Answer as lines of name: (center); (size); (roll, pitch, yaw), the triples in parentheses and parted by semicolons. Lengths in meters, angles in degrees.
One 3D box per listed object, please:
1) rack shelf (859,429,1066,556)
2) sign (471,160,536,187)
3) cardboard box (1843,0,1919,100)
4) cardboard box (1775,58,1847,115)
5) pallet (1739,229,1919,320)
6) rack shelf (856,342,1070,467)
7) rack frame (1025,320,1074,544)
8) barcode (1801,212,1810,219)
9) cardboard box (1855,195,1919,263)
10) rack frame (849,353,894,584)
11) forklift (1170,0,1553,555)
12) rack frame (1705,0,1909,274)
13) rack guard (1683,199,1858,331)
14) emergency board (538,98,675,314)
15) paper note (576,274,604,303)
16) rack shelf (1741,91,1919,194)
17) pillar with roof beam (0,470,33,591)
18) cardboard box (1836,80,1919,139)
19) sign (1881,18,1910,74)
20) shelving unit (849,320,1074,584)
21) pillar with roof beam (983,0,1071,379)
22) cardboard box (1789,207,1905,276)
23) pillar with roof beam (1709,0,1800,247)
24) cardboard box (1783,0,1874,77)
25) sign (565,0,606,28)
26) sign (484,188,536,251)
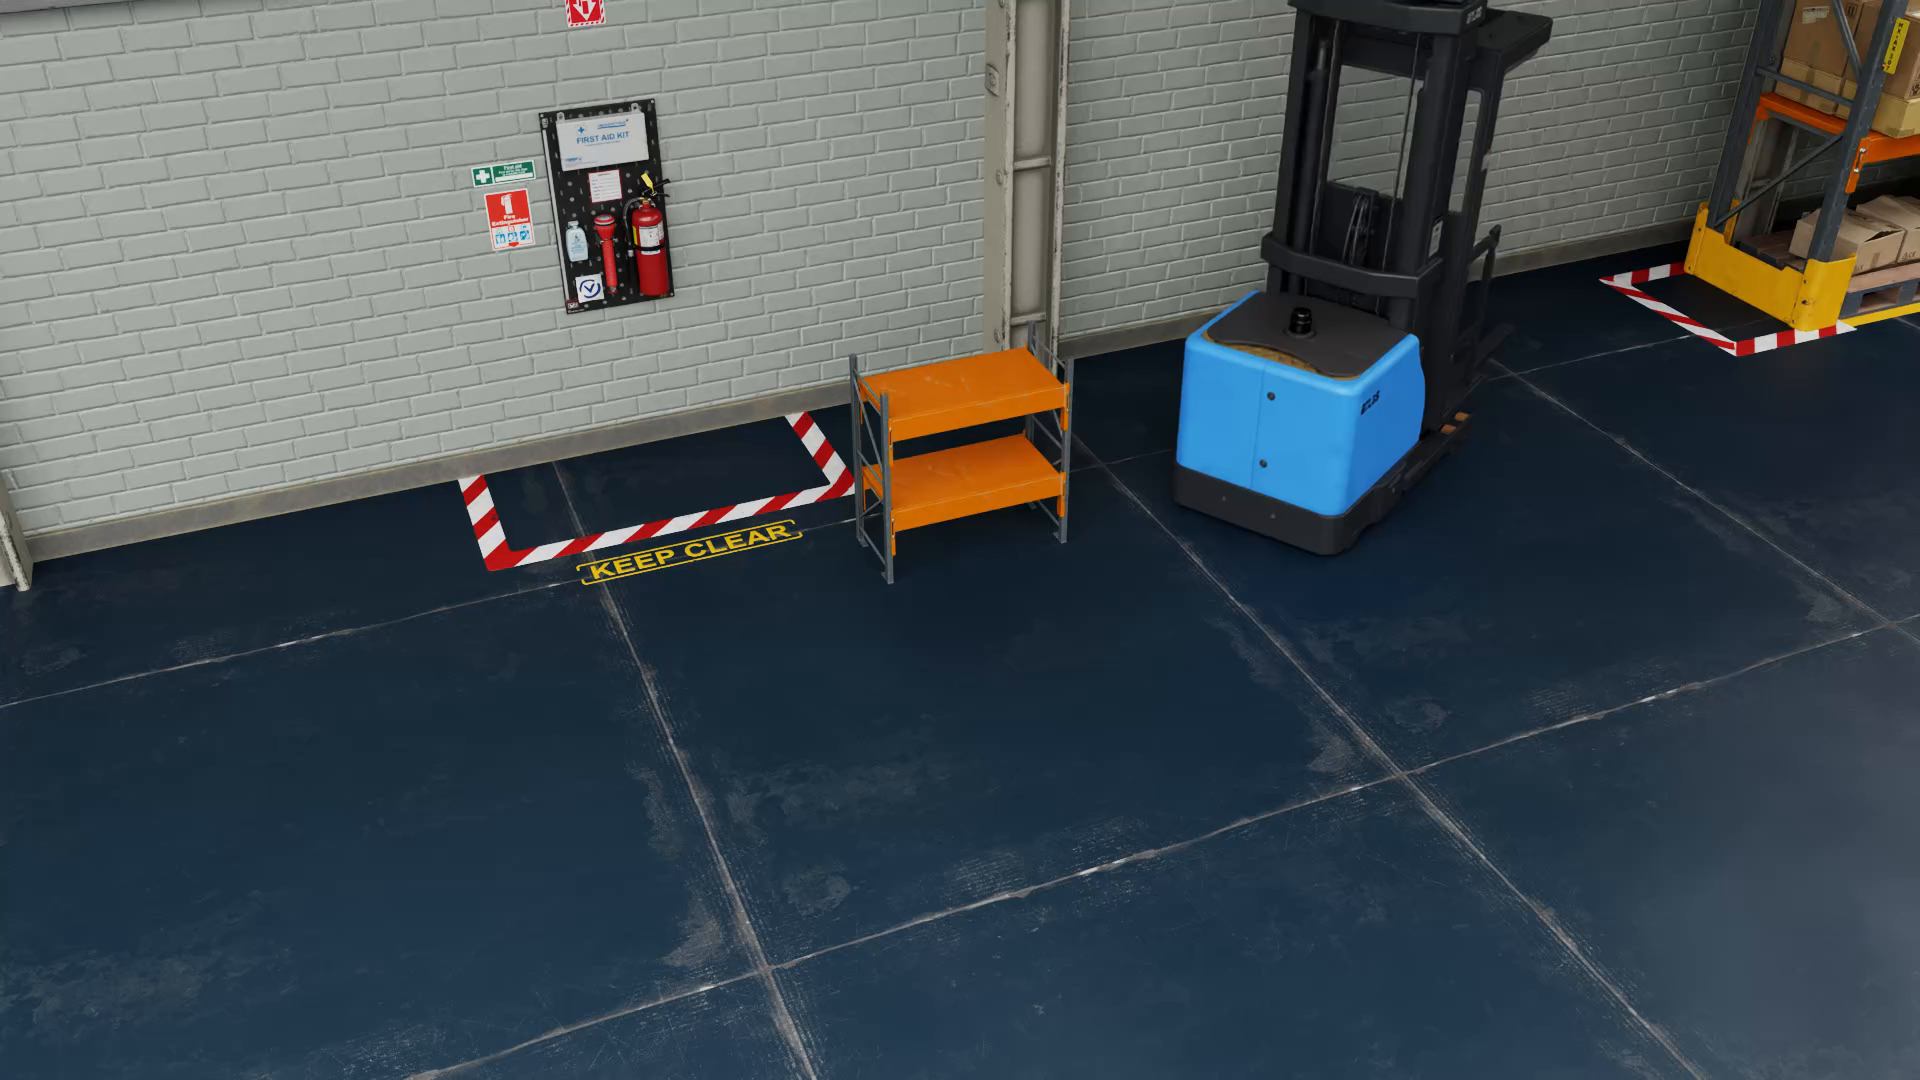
rack shelf: (0.006, -0.268, 8.997); (1.000, 0.278, 0.538); (-13, 35, -19)
sign: (-2.448, -1.966, 8.921); (0.331, 0.109, 0.001); (-13, 35, -19)
cardboard box: (6.166, -3.194, 10.758); (0.500, 0.500, 0.500); (-13, 35, -19)
cardboard box: (5.965, -3.126, 11.341); (0.500, 0.250, 0.500); (-12, 35, -18)
pallet: (6.442, -1.985, 12.025); (1.213, 0.211, 1.003); (-13, 35, -19)
rack shelf: (0.006, -0.718, 8.704); (1.000, 0.278, 0.538); (-13, 35, -19)
rack frame: (0.475, -0.580, 9.028); (0.032, 1.125, 0.500); (-13, 35, -19)
barcode: (6.144, -2.351, 12.085); (0.075, 0.075, 0.001); (-13, 35, -19)
cardboard box: (6.808, -2.263, 11.957); (0.500, 0.311, 0.500); (-10, 34, -15)
rack frame: (-0.462, -0.366, 8.698); (0.032, 1.125, 0.500); (-13, 35, -19)
forklift: (2.471, -1.897, 9.396); (1.130, 2.935, 3.031); (22, 39, 30)
rack frame: (5.609, -2.984, 11.004); (0.127, 3.000, 1.000); (-13, 35, -19)
rack guard: (5.679, -1.953, 11.710); (0.348, 0.500, 1.175); (-13, 35, -19)
emergency board: (-1.906, -1.798, 9.180); (0.643, 1.169, 0.194); (-13, 35, -19)
paper note: (-2.096, -1.426, 9.417); (0.142, 0.148, 0.016); (-13, 35, -19)
rack shelf: (7.453, -3.105, 11.849); (4.000, 0.370, 1.077); (-13, 35, -19)
pillar with roof beam: (-3.478, -1.383, 3.043); (0.400, 9.000, 9.100); (-13, 35, -19)
cardboard box: (6.182, -2.873, 10.952); (0.500, 0.250, 0.500); (-14, 36, -20)
sign: (5.819, -3.074, 10.349); (0.005, 0.325, 0.100); (-13, 35, -19)
shelving unit: (0.006, -0.473, 8.863); (1.048, 1.125, 0.538); (-13, 35, -19)
pillar with roof beam: (2.054, -2.650, 4.990); (0.400, 9.000, 9.100); (-13, 35, -19)
cardboard box: (6.282, -2.142, 11.772); (0.500, 0.311, 0.500); (-17, 37, -24)
pillar with roof beam: (7.586, -3.917, 6.937); (0.400, 9.000, 9.100); (-13, 35, -19)
cardboard box: (5.962, -3.450, 11.152); (0.500, 0.500, 0.500); (-13, 35, -19)
sign: (-1.952, -2.818, 8.623); (0.199, 0.298, 0.001); (-13, 35, -19)
sign: (-2.455, -1.748, 9.071); (0.234, 0.329, 0.001); (-13, 35, -19)
